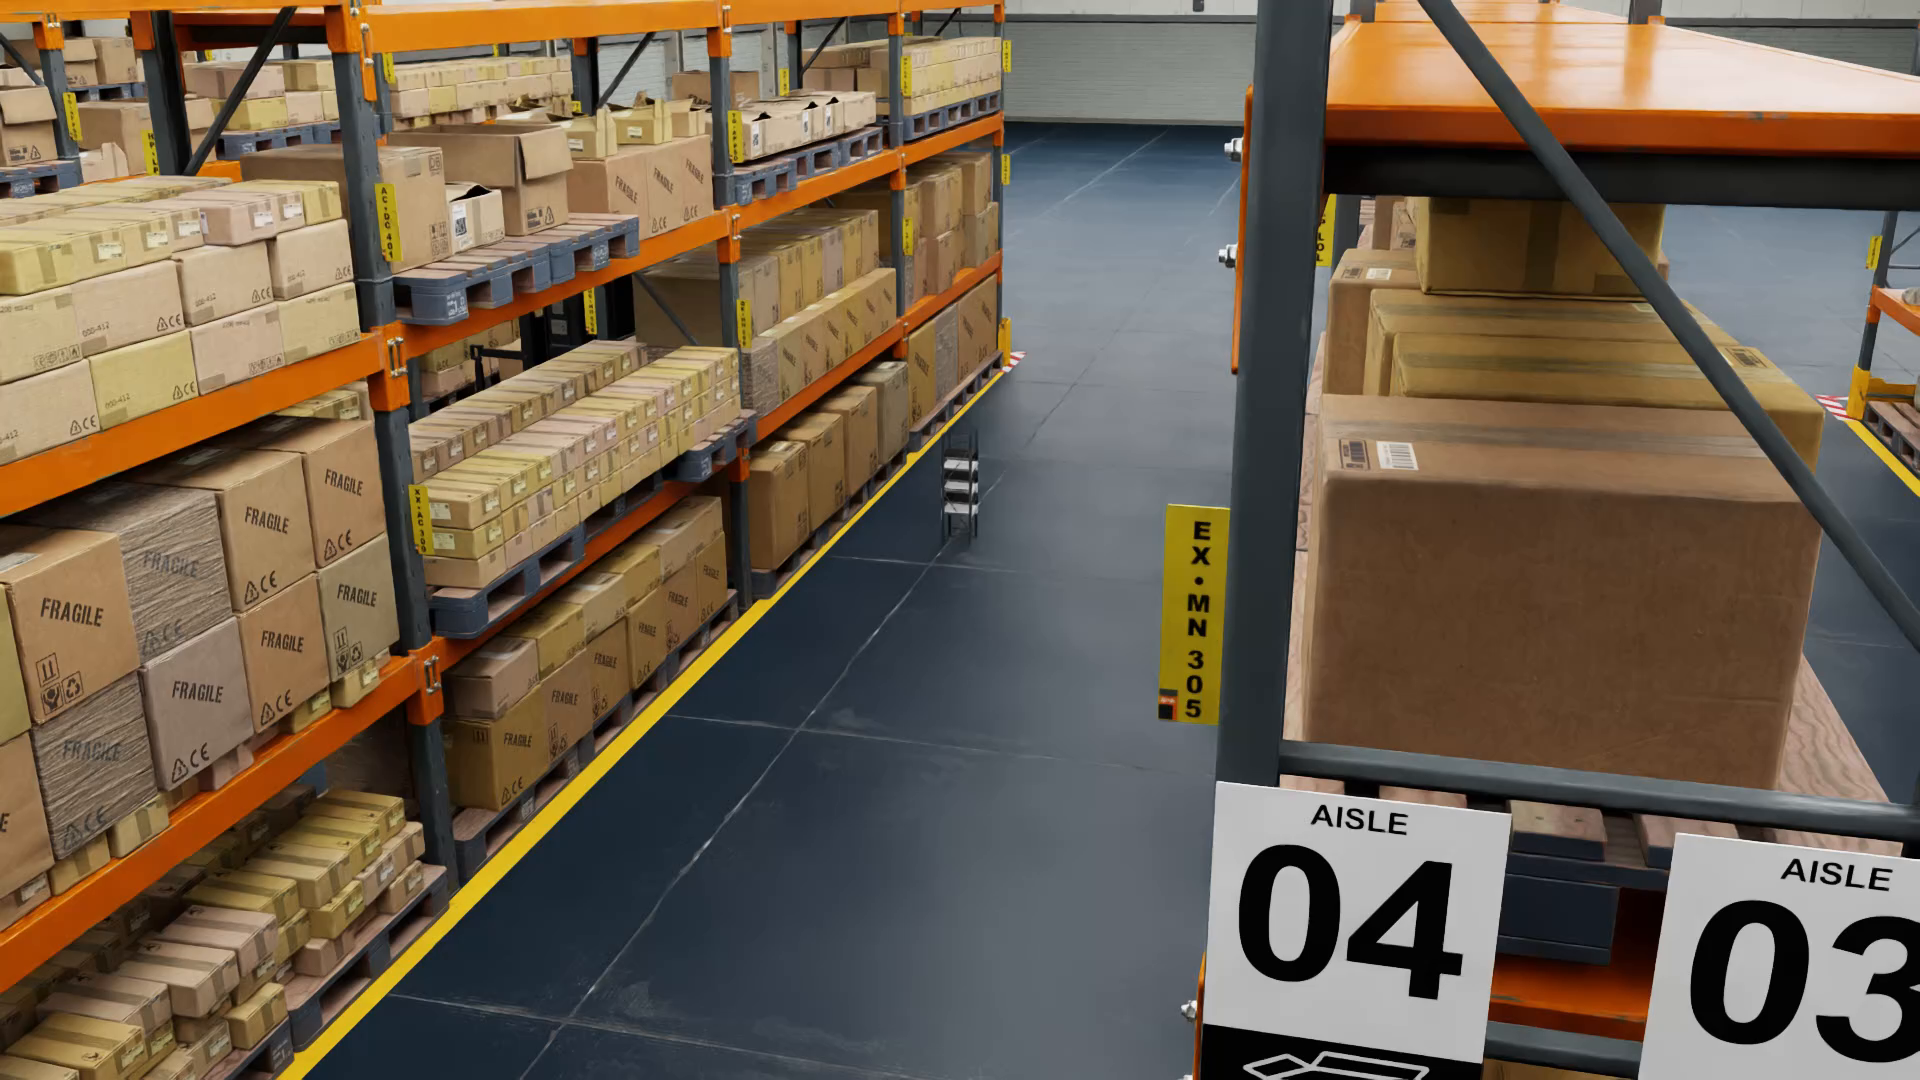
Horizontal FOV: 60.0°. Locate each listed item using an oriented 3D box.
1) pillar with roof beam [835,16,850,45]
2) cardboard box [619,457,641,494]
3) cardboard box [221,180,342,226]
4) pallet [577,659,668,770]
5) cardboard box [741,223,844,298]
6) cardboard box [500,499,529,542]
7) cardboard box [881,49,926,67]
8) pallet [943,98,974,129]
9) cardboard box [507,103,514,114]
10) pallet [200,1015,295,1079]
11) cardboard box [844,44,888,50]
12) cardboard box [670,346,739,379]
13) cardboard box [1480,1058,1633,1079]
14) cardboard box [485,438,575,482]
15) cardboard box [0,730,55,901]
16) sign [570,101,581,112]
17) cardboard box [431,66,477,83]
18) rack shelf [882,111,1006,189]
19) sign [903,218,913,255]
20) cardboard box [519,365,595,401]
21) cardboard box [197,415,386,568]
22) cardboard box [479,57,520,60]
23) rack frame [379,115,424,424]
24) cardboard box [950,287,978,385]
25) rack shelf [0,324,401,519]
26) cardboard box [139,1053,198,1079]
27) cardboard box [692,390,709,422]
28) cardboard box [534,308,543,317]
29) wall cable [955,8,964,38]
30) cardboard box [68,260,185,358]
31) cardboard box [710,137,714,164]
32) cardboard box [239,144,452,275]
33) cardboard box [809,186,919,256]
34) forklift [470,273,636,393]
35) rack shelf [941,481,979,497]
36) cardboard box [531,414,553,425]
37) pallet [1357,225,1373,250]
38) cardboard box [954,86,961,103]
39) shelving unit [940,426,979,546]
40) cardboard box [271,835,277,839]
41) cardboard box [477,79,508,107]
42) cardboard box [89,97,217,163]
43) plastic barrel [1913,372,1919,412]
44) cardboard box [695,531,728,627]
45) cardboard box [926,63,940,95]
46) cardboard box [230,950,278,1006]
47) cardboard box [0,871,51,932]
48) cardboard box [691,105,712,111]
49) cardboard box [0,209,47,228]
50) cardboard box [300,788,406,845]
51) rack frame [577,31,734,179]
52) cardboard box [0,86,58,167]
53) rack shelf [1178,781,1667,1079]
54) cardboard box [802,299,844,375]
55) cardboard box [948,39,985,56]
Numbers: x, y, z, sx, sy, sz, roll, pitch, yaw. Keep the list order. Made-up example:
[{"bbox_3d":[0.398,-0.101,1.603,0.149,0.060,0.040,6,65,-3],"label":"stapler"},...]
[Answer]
[{"bbox_3d":[0.803,-15.987,46.070,9.100,9.000,0.400,5,19,13],"label":"pillar with roof beam"},{"bbox_3d":[-2.030,-0.376,9.386,0.380,0.149,0.250,4,19,11],"label":"cardboard box"},{"bbox_3d":[-2.762,-1.375,6.772,0.380,0.149,0.250,4,19,11],"label":"cardboard box"},{"bbox_3d":[-2.466,0.971,10.017,1.003,0.211,1.213,5,19,13],"label":"pallet"},{"bbox_3d":[-1.359,-2.273,13.499,0.700,0.500,0.500,5,19,14],"label":"cardboard box"},{"bbox_3d":[-2.347,-0.110,8.146,0.380,0.149,0.250,4,19,12],"label":"cardboard box"},{"bbox_3d":[-0.516,-4.319,14.902,0.380,0.149,0.250,4,19,13],"label":"cardboard box"},{"bbox_3d":[-0.486,-4.242,16.463,1.003,0.211,1.213,5,19,13],"label":"pallet"},{"bbox_3d":[-4.999,-4.608,17.787,0.380,0.149,0.250,4,19,12],"label":"cardboard box"},{"bbox_3d":[-3.376,2.196,6.432,1.003,0.211,1.213,5,19,13],"label":"pallet"},{"bbox_3d":[-0.907,-4.687,15.980,0.380,0.149,0.250,4,19,13],"label":"cardboard box"},{"bbox_3d":[-1.648,-1.146,10.720,0.380,0.149,0.250,4,19,11],"label":"cardboard box"},{"bbox_3d":[1.358,1.246,3.510,0.500,0.500,0.500,4,19,12],"label":"cardboard box"},{"bbox_3d":[-2.218,-0.415,8.580,0.380,0.149,0.250,4,19,13],"label":"cardboard box"},{"bbox_3d":[-3.312,0.904,5.285,0.500,0.500,0.500,5,19,14],"label":"cardboard box"},{"bbox_3d":[-2.509,-2.722,10.954,0.100,0.325,0.005,5,19,13],"label":"sign"},{"bbox_3d":[-5.162,-4.751,16.969,0.380,0.149,0.250,4,19,13],"label":"cardboard box"},{"bbox_3d":[-0.507,-3.934,16.536,1.077,0.370,4.000,5,19,13],"label":"rack shelf"},{"bbox_3d":[-0.467,-2.699,14.779,0.100,0.325,0.005,5,19,13],"label":"sign"},{"bbox_3d":[-2.467,-0.962,10.182,0.380,0.149,0.250,4,19,11],"label":"cardboard box"},{"bbox_3d":[-2.803,-0.213,7.009,0.500,0.500,0.500,4,19,11],"label":"cardboard box"},{"bbox_3d":[-5.174,-5.343,18.705,0.380,0.149,0.250,5,19,13],"label":"cardboard box"},{"bbox_3d":[-5.821,-2.587,16.121,1.000,3.000,0.127,5,19,13],"label":"rack frame"},{"bbox_3d":[-0.333,-2.181,17.570,0.875,0.875,0.875,4,19,13],"label":"cardboard box"},{"bbox_3d":[-3.439,-0.173,5.524,1.077,0.370,4.000,5,19,13],"label":"rack shelf"},{"bbox_3d":[-3.124,2.059,6.280,0.380,0.149,0.250,5,19,13],"label":"cardboard box"},{"bbox_3d":[-1.778,-0.837,10.278,0.380,0.149,0.250,5,20,15],"label":"cardboard box"},{"bbox_3d":[-4.910,-2.658,18.772,0.500,0.500,0.500,5,20,15],"label":"cardboard box"},{"bbox_3d":[-1.370,-15.676,49.965,3.097,2.526,0.112,5,19,13],"label":"wall cable"},{"bbox_3d":[-3.078,-0.815,5.750,0.500,0.250,0.500,5,20,16],"label":"cardboard box"},{"bbox_3d":[-1.737,-2.613,11.140,0.380,0.149,0.250,4,19,11],"label":"cardboard box"},{"bbox_3d":[-2.751,-1.496,7.482,0.700,0.500,0.500,5,19,13],"label":"cardboard box"},{"bbox_3d":[-0.872,-2.923,15.201,0.875,0.550,0.550,5,19,13],"label":"cardboard box"},{"bbox_3d":[-3.553,-1.826,13.998,3.031,2.935,1.130,7,20,20],"label":"forklift"},{"bbox_3d":[-0.002,-0.392,13.045,0.258,0.077,0.200,5,19,13],"label":"rack shelf"},{"bbox_3d":[-2.599,-0.655,9.744,0.380,0.149,0.250,4,19,13],"label":"cardboard box"},{"bbox_3d":[2.436,-1.324,8.075,1.003,0.211,1.213,6,20,16],"label":"pallet"},{"bbox_3d":[-0.206,-4.339,16.192,0.380,0.149,0.250,5,19,14],"label":"cardboard box"},{"bbox_3d":[-0.002,-0.423,13.035,0.258,0.900,0.210,5,19,13],"label":"shelving unit"},{"bbox_3d":[-3.349,1.378,7.815,0.380,0.149,0.250,6,20,16],"label":"cardboard box"},{"bbox_3d":[-5.074,-4.669,17.349,0.500,0.250,0.500,5,19,14],"label":"cardboard box"},{"bbox_3d":[-6.453,-3.282,13.355,0.797,0.503,0.637,5,19,13],"label":"cardboard box"},{"bbox_3d":[9.482,-1.476,16.068,0.421,0.512,0.421,0,19,0],"label":"plastic barrel"},{"bbox_3d":[-1.881,0.237,11.071,0.500,0.500,0.500,5,19,13],"label":"cardboard box"},{"bbox_3d":[-0.483,-4.253,15.324,0.500,0.250,0.500,4,19,13],"label":"cardboard box"},{"bbox_3d":[-3.021,1.736,6.764,0.380,0.149,0.250,5,20,15],"label":"cardboard box"},{"bbox_3d":[-3.283,1.163,5.530,0.380,0.149,0.250,4,19,12],"label":"cardboard box"},{"bbox_3d":[-2.009,-2.949,11.873,0.500,0.311,0.500,5,19,13],"label":"cardboard box"},{"bbox_3d":[-3.513,-1.096,5.956,0.380,0.149,0.250,4,19,12],"label":"cardboard box"},{"bbox_3d":[-2.785,1.281,7.638,0.380,0.149,0.250,5,20,15],"label":"cardboard box"},{"bbox_3d":[-1.973,-3.813,10.429,1.000,3.000,0.127,5,19,13],"label":"rack frame"},{"bbox_3d":[-6.744,-2.870,11.500,0.797,0.503,0.637,3,19,10],"label":"cardboard box"},{"bbox_3d":[1.346,0.251,4.285,1.077,0.370,4.000,5,19,13],"label":"rack shelf"},{"bbox_3d":[-1.233,-1.614,13.119,0.500,0.500,0.500,4,19,13],"label":"cardboard box"},{"bbox_3d":[0.041,-5.033,16.993,0.380,0.149,0.250,5,19,14],"label":"cardboard box"}]
